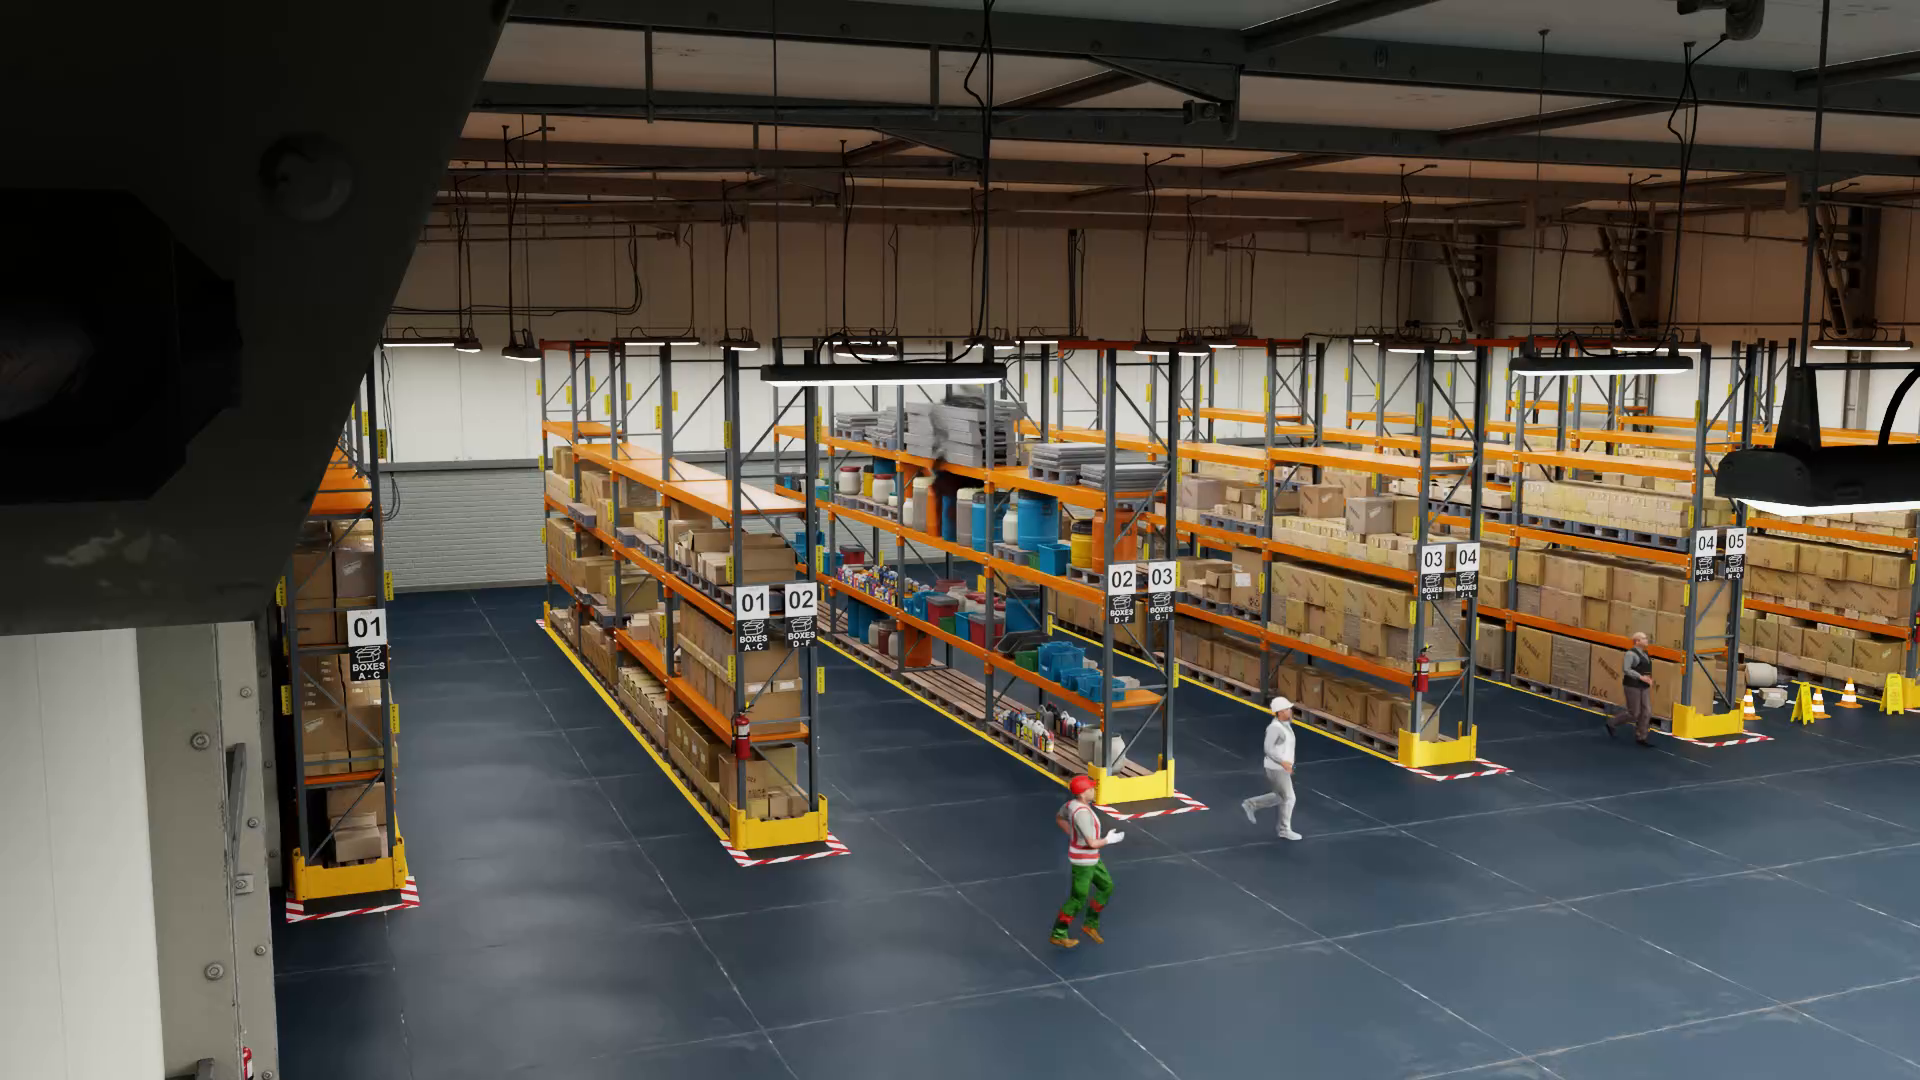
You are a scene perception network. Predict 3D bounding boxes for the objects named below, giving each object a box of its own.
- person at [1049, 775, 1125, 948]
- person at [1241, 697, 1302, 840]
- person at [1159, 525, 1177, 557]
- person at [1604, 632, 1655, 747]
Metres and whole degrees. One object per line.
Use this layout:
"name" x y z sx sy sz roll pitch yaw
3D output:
"person" 1.285 3.269 16.832 0.748 1.825 0.659 0 7 3
"person" 3.868 2.798 20.552 0.762 1.770 0.677 3 8 19
"person" 4.734 0.497 38.238 0.699 1.739 0.693 -2 8 -14
"person" 10.183 2.227 25.101 0.686 1.704 0.769 -6 10 -41
